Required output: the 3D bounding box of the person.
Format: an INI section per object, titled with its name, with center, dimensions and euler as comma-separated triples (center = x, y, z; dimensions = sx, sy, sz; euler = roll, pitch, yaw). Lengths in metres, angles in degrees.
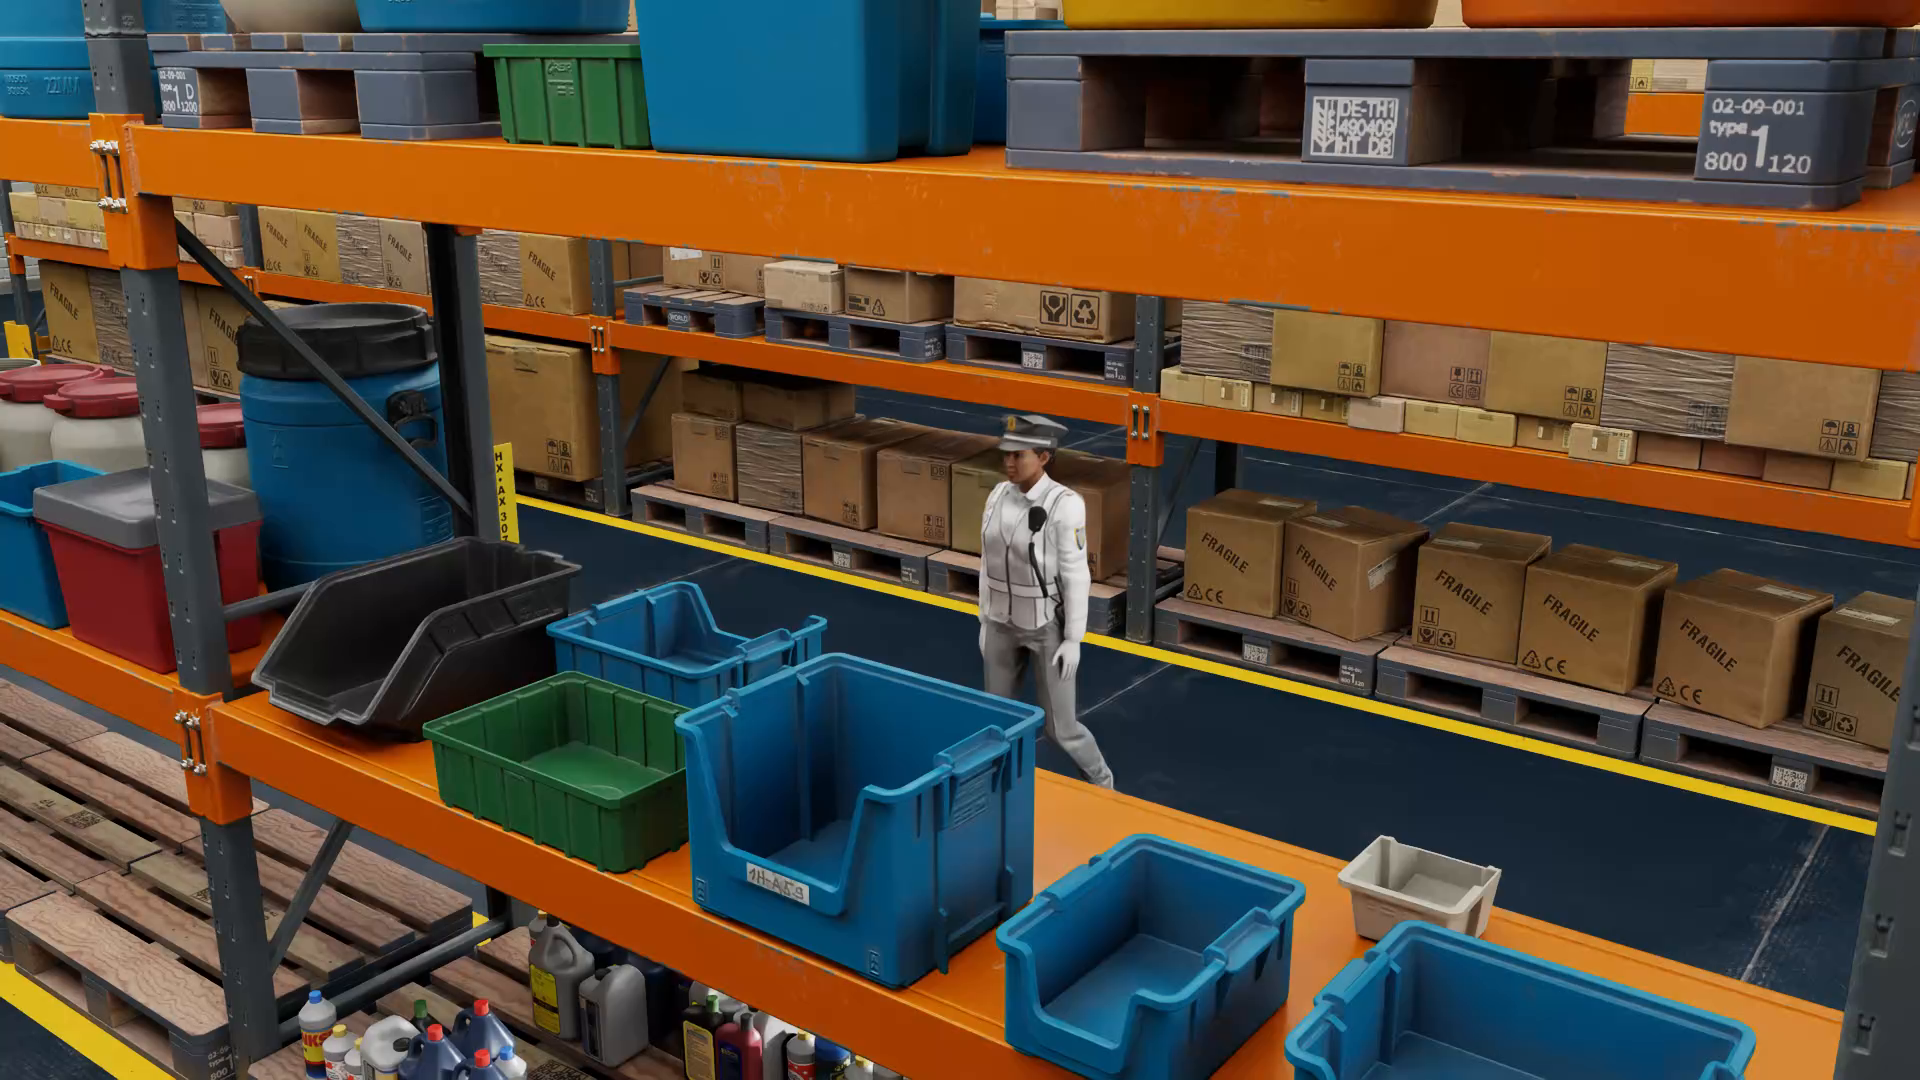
[person]
center = 0.292, 0.348, 6.365
dimensions = 0.523, 1.715, 0.613
euler = 13, 21, 36
